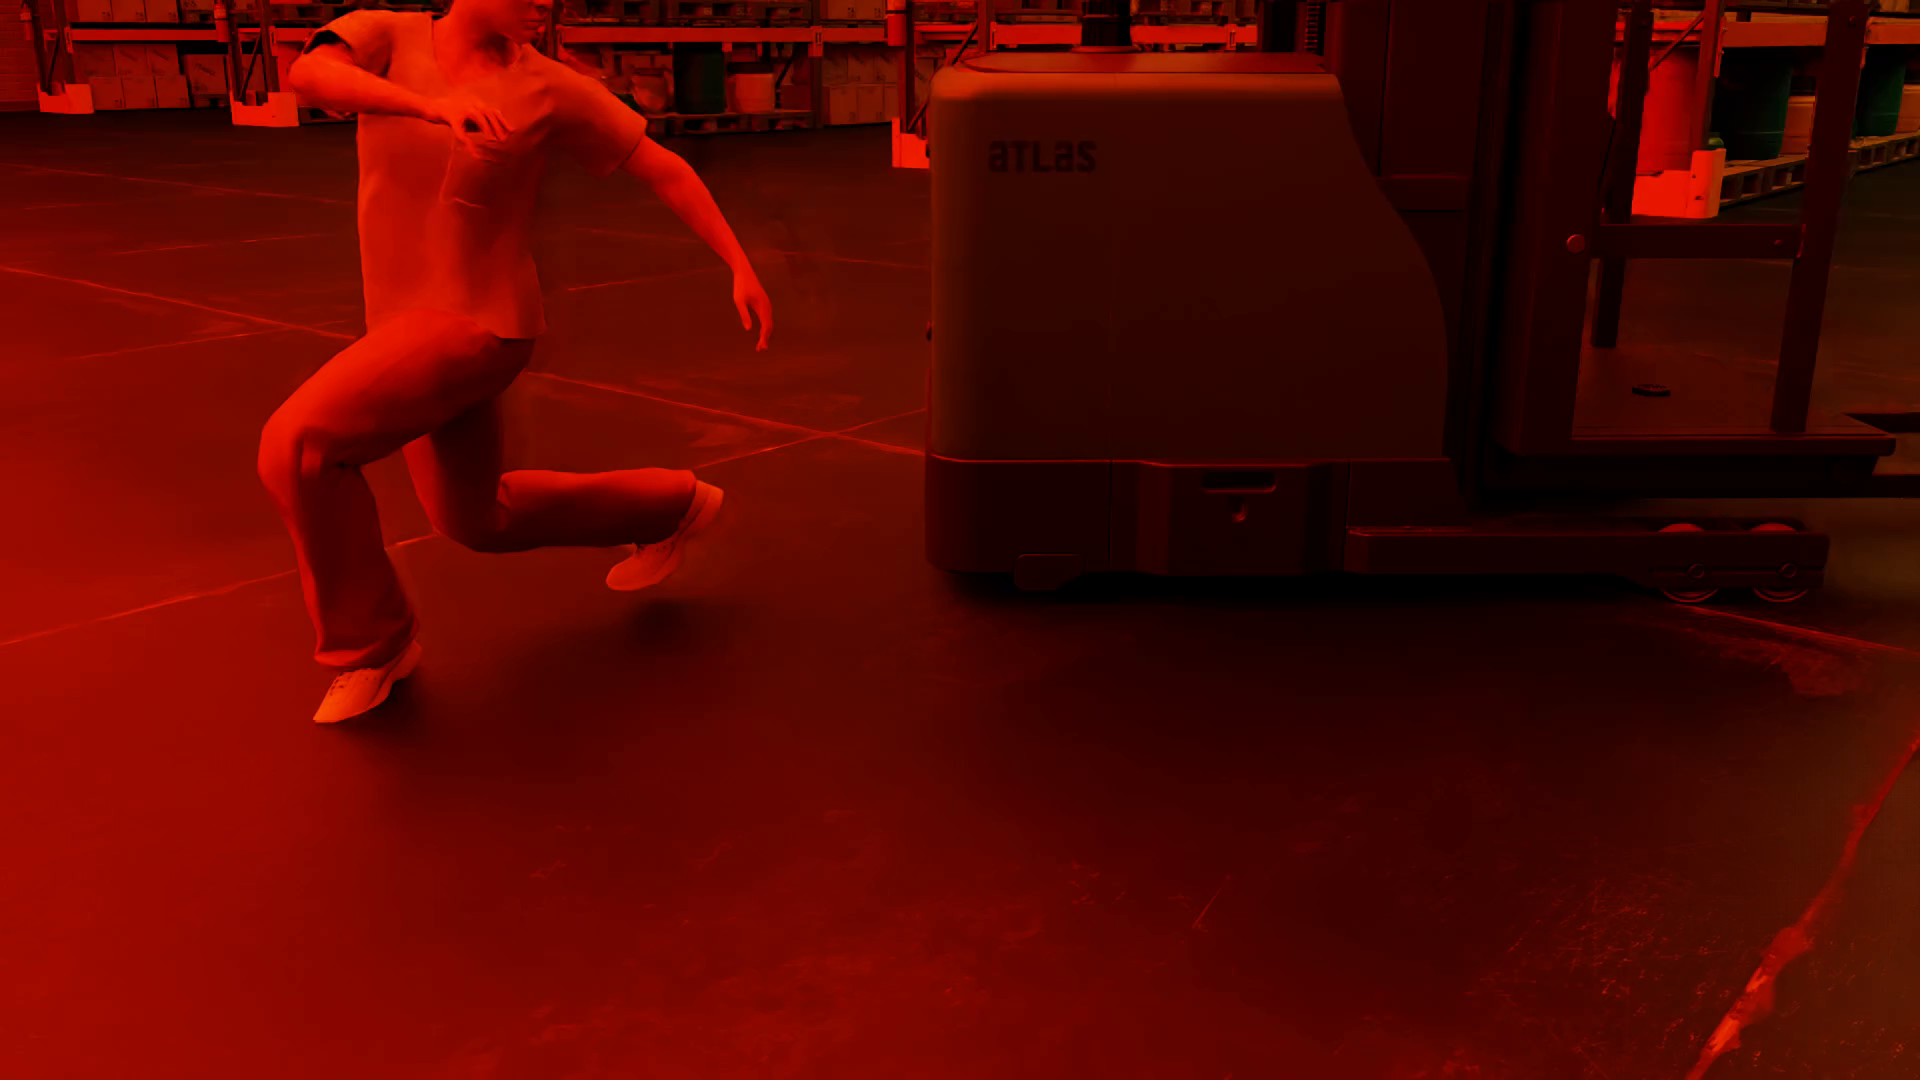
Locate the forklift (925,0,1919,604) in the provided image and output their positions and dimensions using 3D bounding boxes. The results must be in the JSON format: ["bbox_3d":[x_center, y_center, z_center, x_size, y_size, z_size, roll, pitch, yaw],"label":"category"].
[{"bbox_3d":[1.437,-1.424,3.586,3.031,2.935,1.130,0,17,-1],"label":"forklift"}]

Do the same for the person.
[{"bbox_3d":[-0.789,-0.422,3.005,0.652,1.448,0.943,9,19,28],"label":"person"}]
